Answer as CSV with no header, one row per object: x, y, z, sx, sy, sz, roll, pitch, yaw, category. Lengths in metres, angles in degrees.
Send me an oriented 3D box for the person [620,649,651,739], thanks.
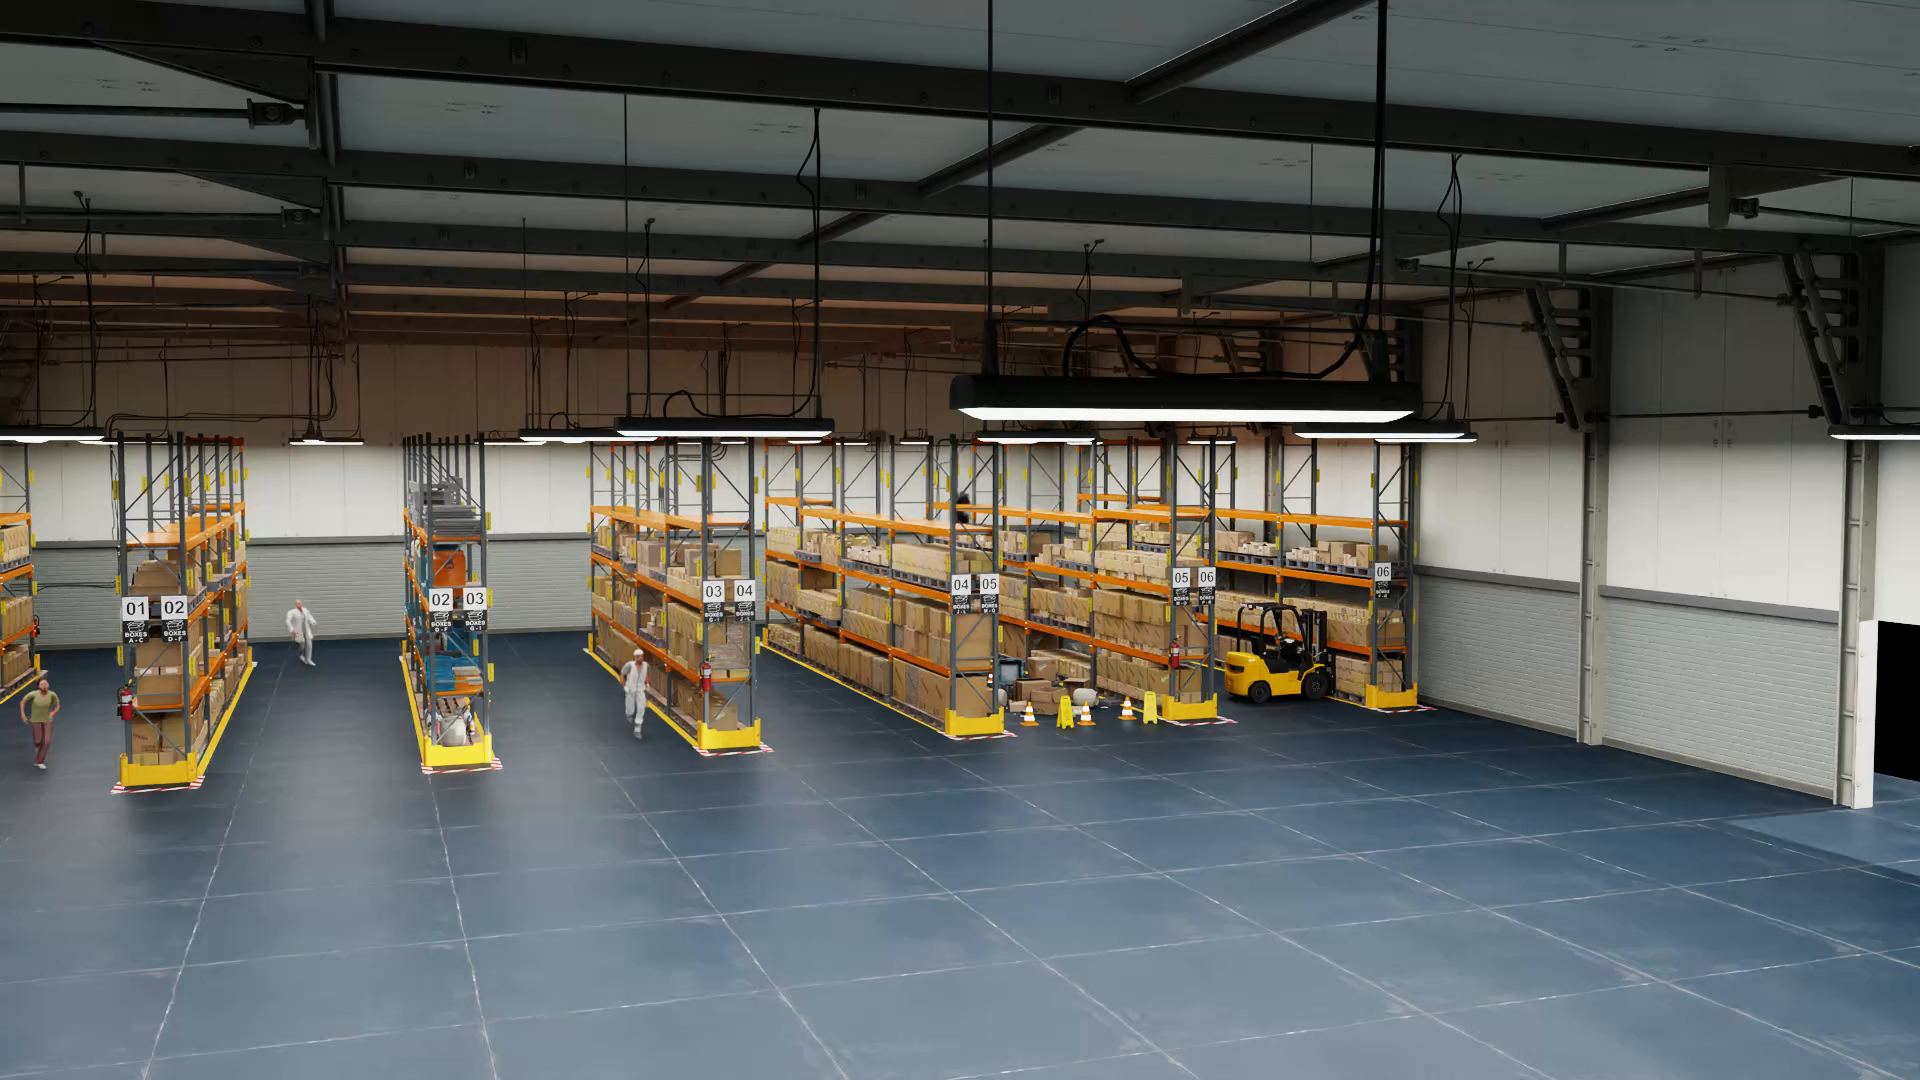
-6.463,3.028,33.120,0.659,1.766,0.986,-1,3,-25,person

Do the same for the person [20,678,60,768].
-16.494,3.277,29.849,0.618,1.620,0.646,-2,4,-37,person

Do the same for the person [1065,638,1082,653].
3.109,2.360,44.925,0.687,1.738,0.551,-1,3,-21,person

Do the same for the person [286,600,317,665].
-17.463,2.448,43.961,0.784,1.765,0.813,3,4,43,person
